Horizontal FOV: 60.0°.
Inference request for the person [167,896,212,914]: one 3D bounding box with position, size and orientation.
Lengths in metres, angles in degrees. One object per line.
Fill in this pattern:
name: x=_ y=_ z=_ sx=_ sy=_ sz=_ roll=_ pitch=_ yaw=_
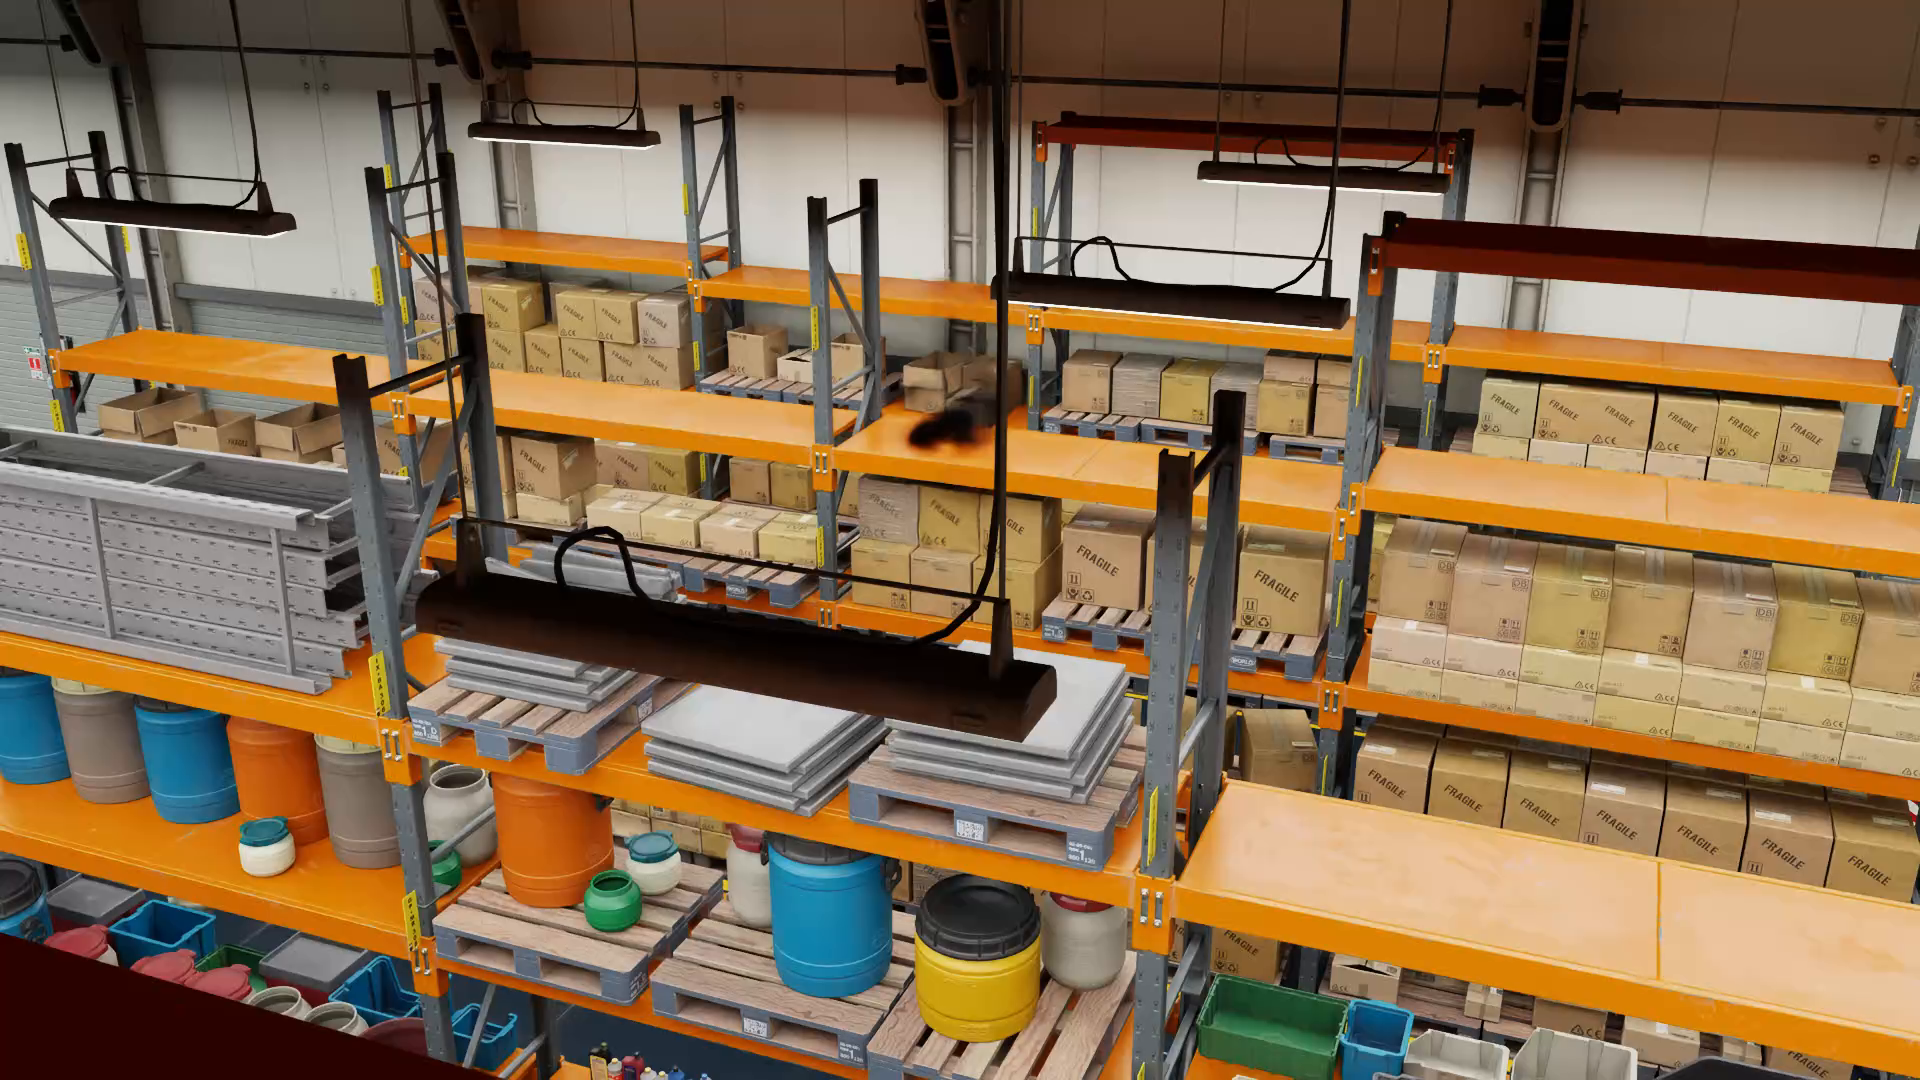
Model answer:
person: x=-5.835 y=2.729 z=12.758 sx=0.791 sy=1.758 sz=0.706 roll=9 pitch=23 yaw=23
